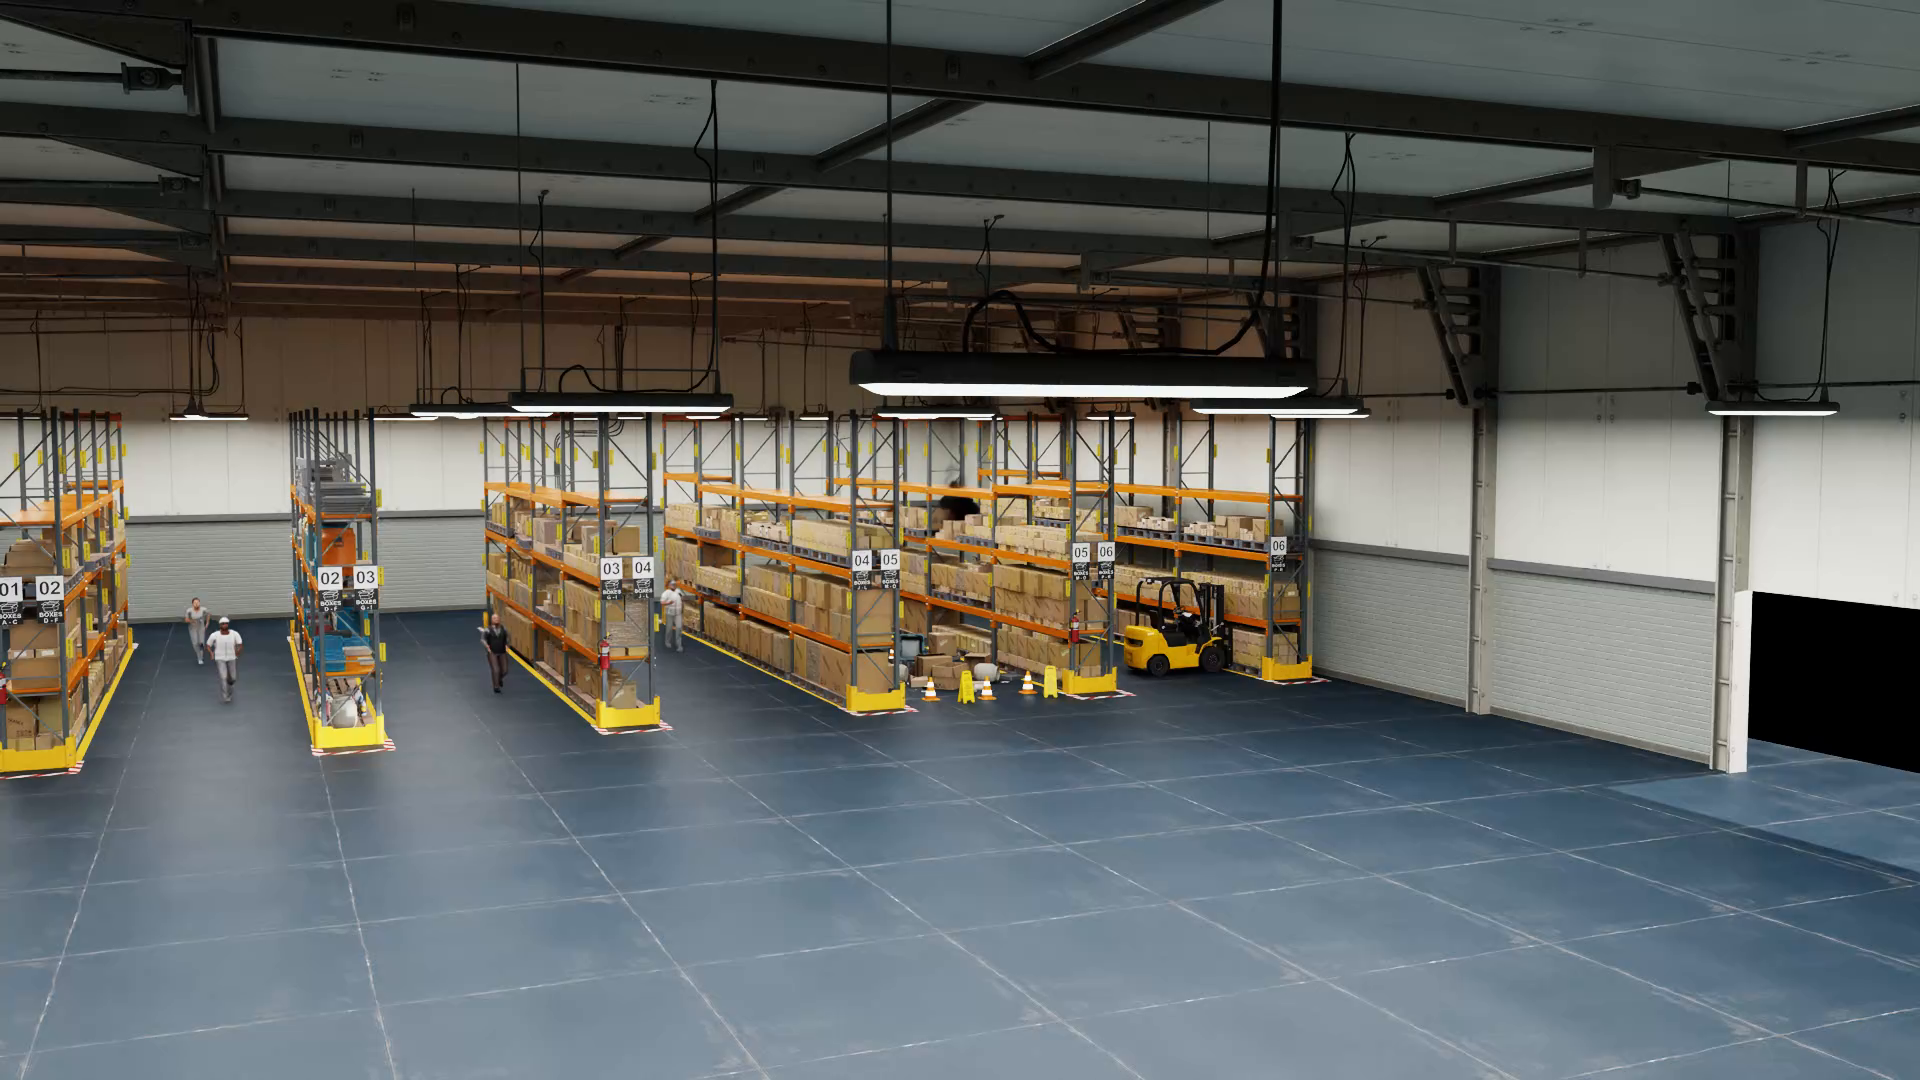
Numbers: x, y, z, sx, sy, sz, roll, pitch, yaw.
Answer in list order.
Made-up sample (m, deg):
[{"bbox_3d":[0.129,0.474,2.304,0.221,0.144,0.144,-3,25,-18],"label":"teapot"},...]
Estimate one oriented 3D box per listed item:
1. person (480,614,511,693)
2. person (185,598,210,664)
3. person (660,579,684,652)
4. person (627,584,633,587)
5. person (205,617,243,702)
[{"bbox_3d":[-9.865,2.409,35.372,0.657,1.669,0.612,-2,5,-28],"label":"person"},{"bbox_3d":[-18.093,2.161,39.488,0.547,1.597,0.679,-2,4,-24],"label":"person"},{"bbox_3d":[-7.239,1.873,41.928,0.635,1.800,0.894,-2,4,-25],"label":"person"},{"bbox_3d":[-9.606,1.560,47.066,0.730,1.702,0.609,0,4,3],"label":"person"},{"bbox_3d":[-15.185,2.457,34.352,0.704,1.723,0.696,-2,5,-31],"label":"person"}]
